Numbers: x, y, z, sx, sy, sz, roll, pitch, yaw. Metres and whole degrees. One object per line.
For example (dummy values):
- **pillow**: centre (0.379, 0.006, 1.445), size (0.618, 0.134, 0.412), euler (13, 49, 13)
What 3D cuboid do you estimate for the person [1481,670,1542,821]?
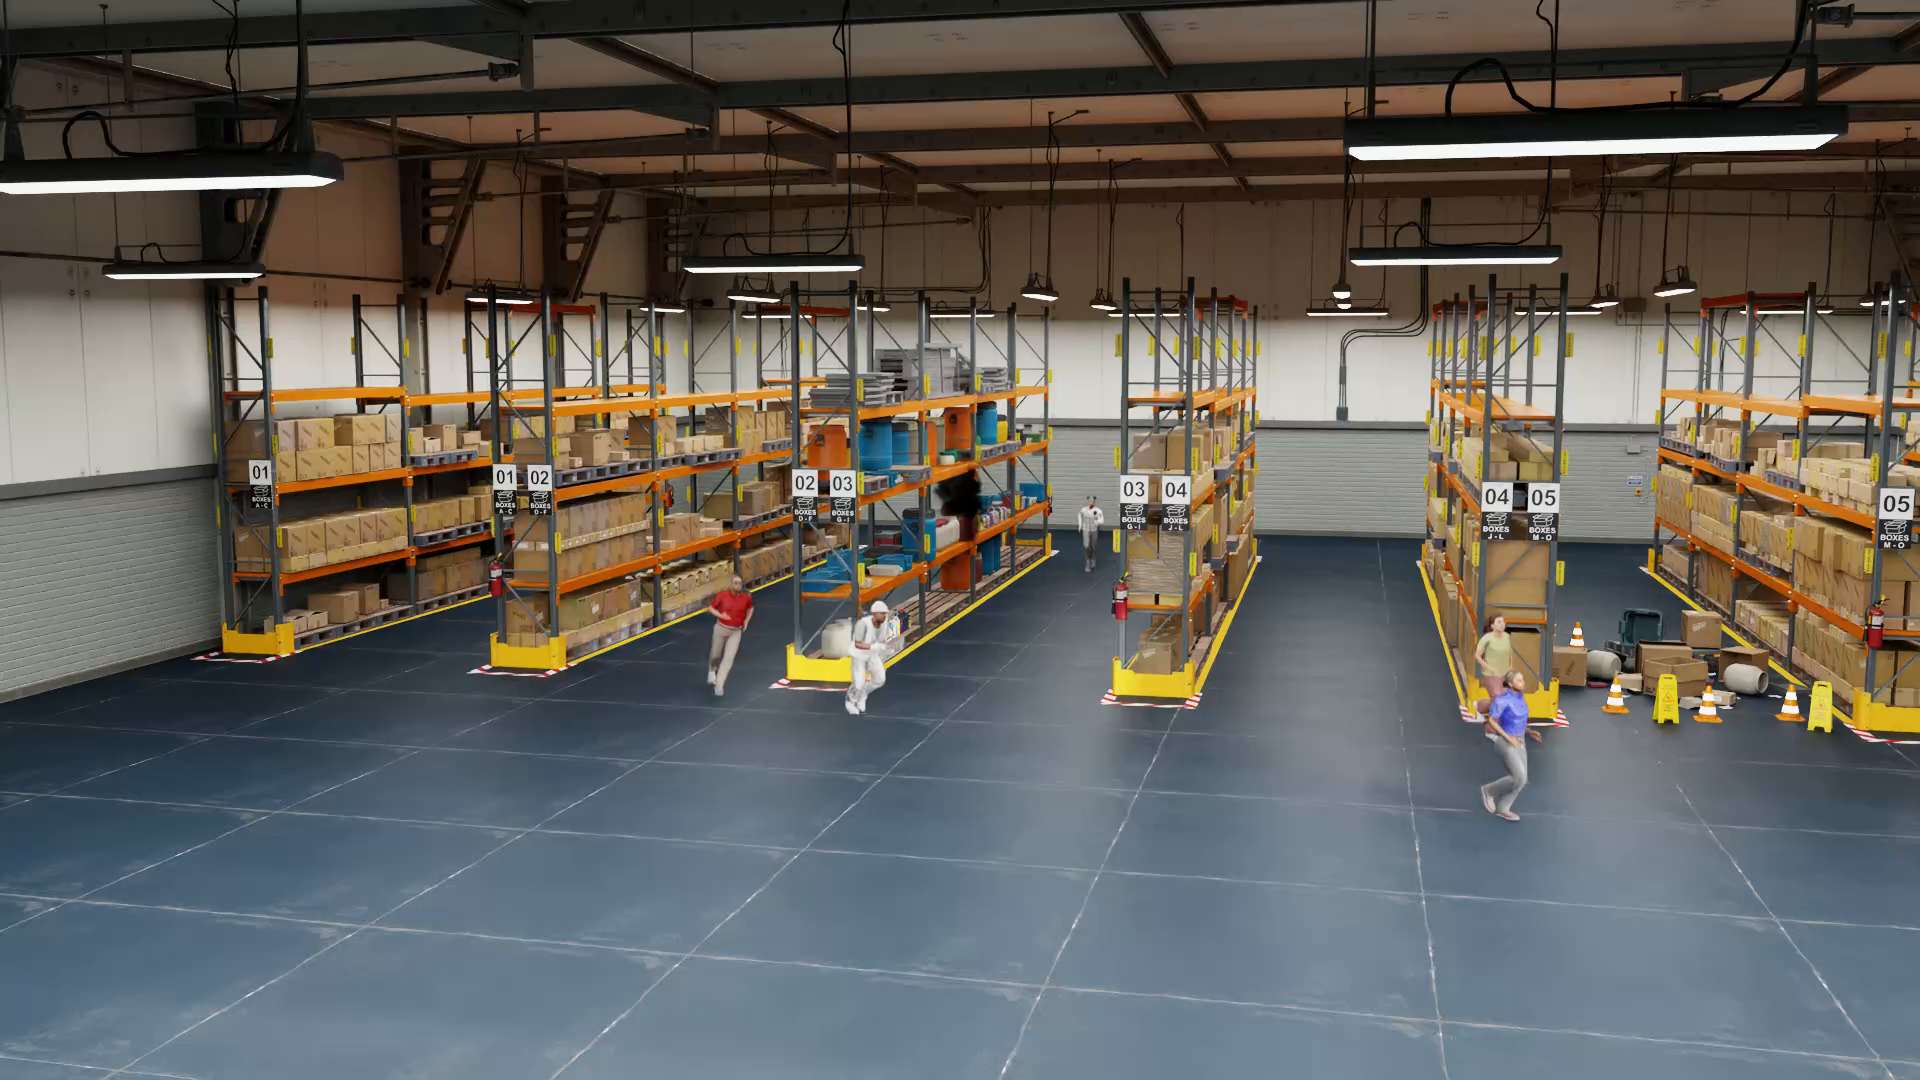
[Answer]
- **person**: centre (5.870, 2.183, 17.686), size (0.546, 1.598, 0.549), euler (6, 9, 44)

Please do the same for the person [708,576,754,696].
- **person**: centre (-3.366, 1.366, 24.460), size (0.691, 1.704, 0.941), euler (-1, 7, -11)

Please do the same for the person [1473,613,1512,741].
- **person**: centre (6.867, 1.745, 21.435), size (0.600, 1.648, 0.635), euler (-2, 7, -20)

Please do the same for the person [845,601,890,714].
- **person**: centre (-1.212, 1.601, 22.640), size (0.713, 1.615, 0.910), euler (-6, 9, -44)

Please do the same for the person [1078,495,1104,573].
- **person**: centre (2.955, -0.147, 37.565), size (0.575, 1.741, 0.804), euler (1, 7, 5)
